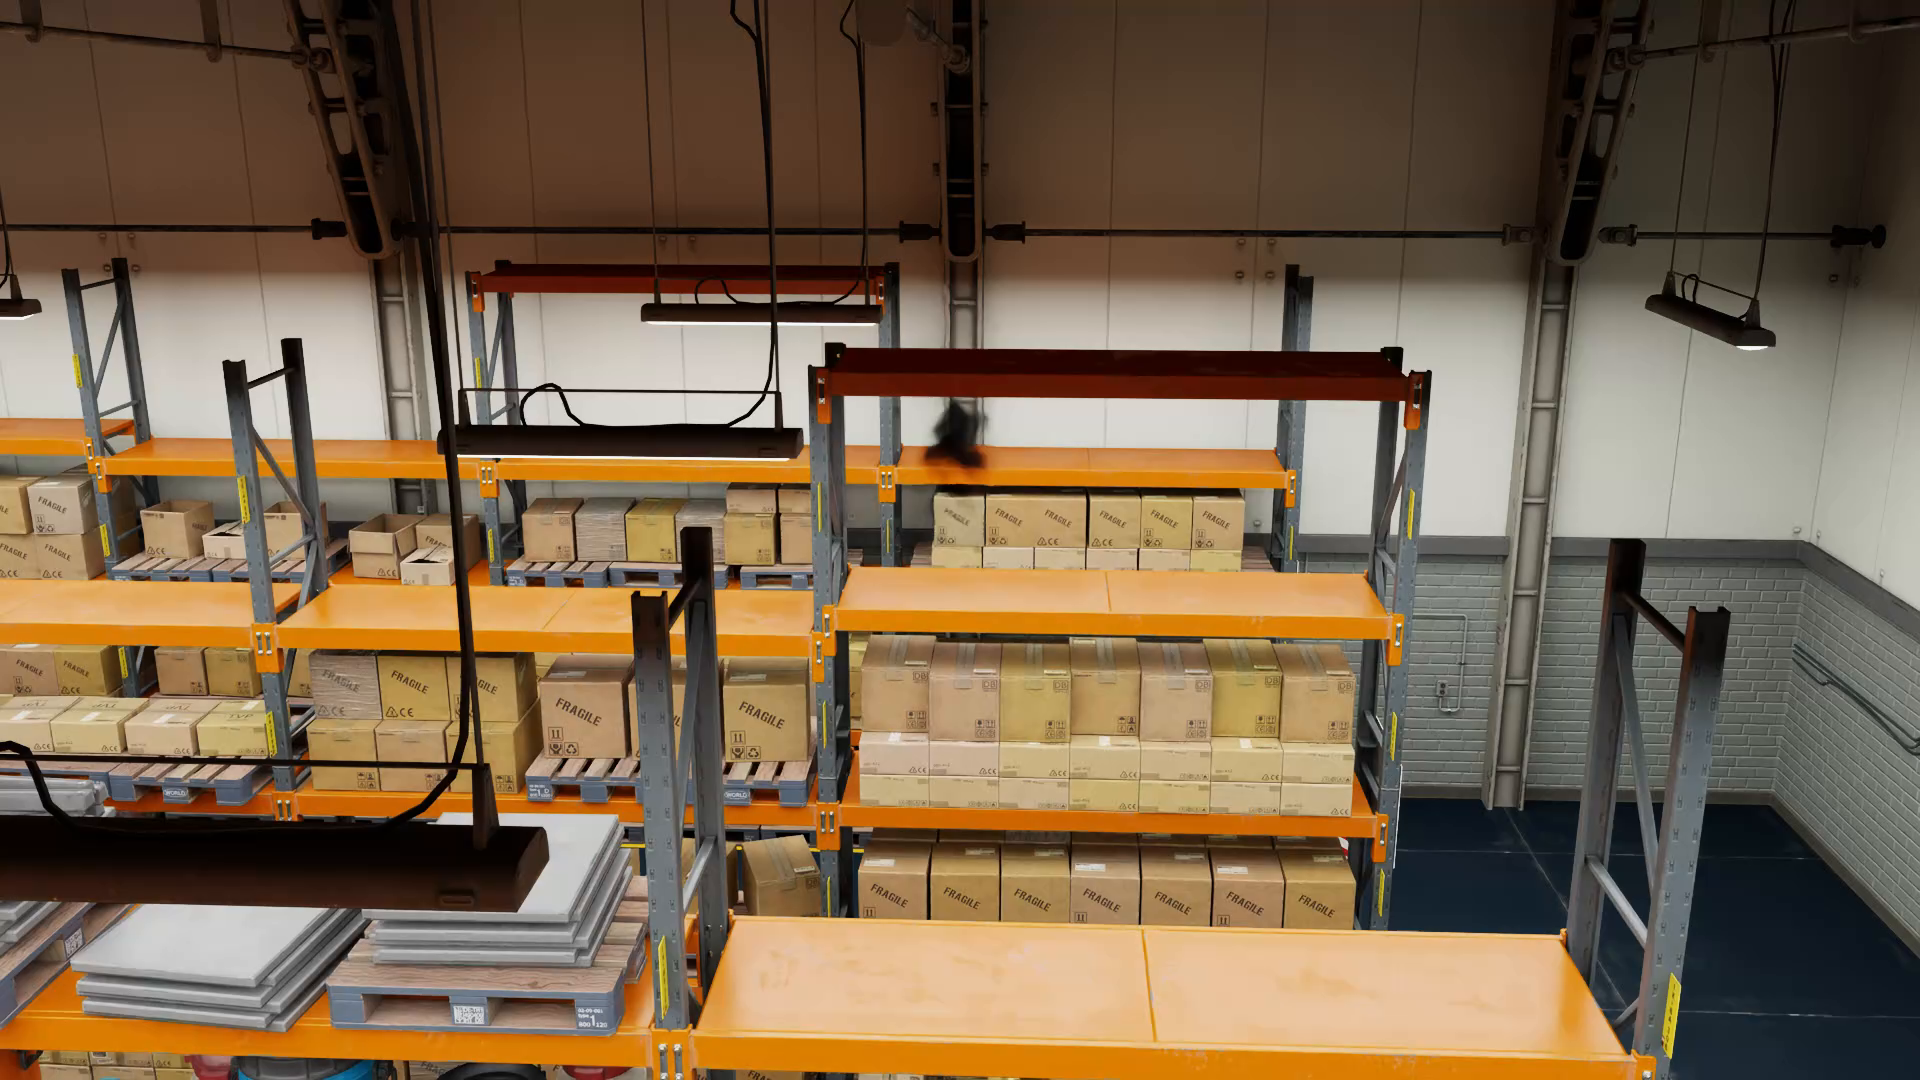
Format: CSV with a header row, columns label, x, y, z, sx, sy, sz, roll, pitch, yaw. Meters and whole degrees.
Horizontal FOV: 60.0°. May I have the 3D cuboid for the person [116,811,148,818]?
label,x,y,z,sx,sy,sz,roll,pitch,yaw
person,-7.576,2.946,15.414,1.032,1.768,0.714,-2,16,-7
